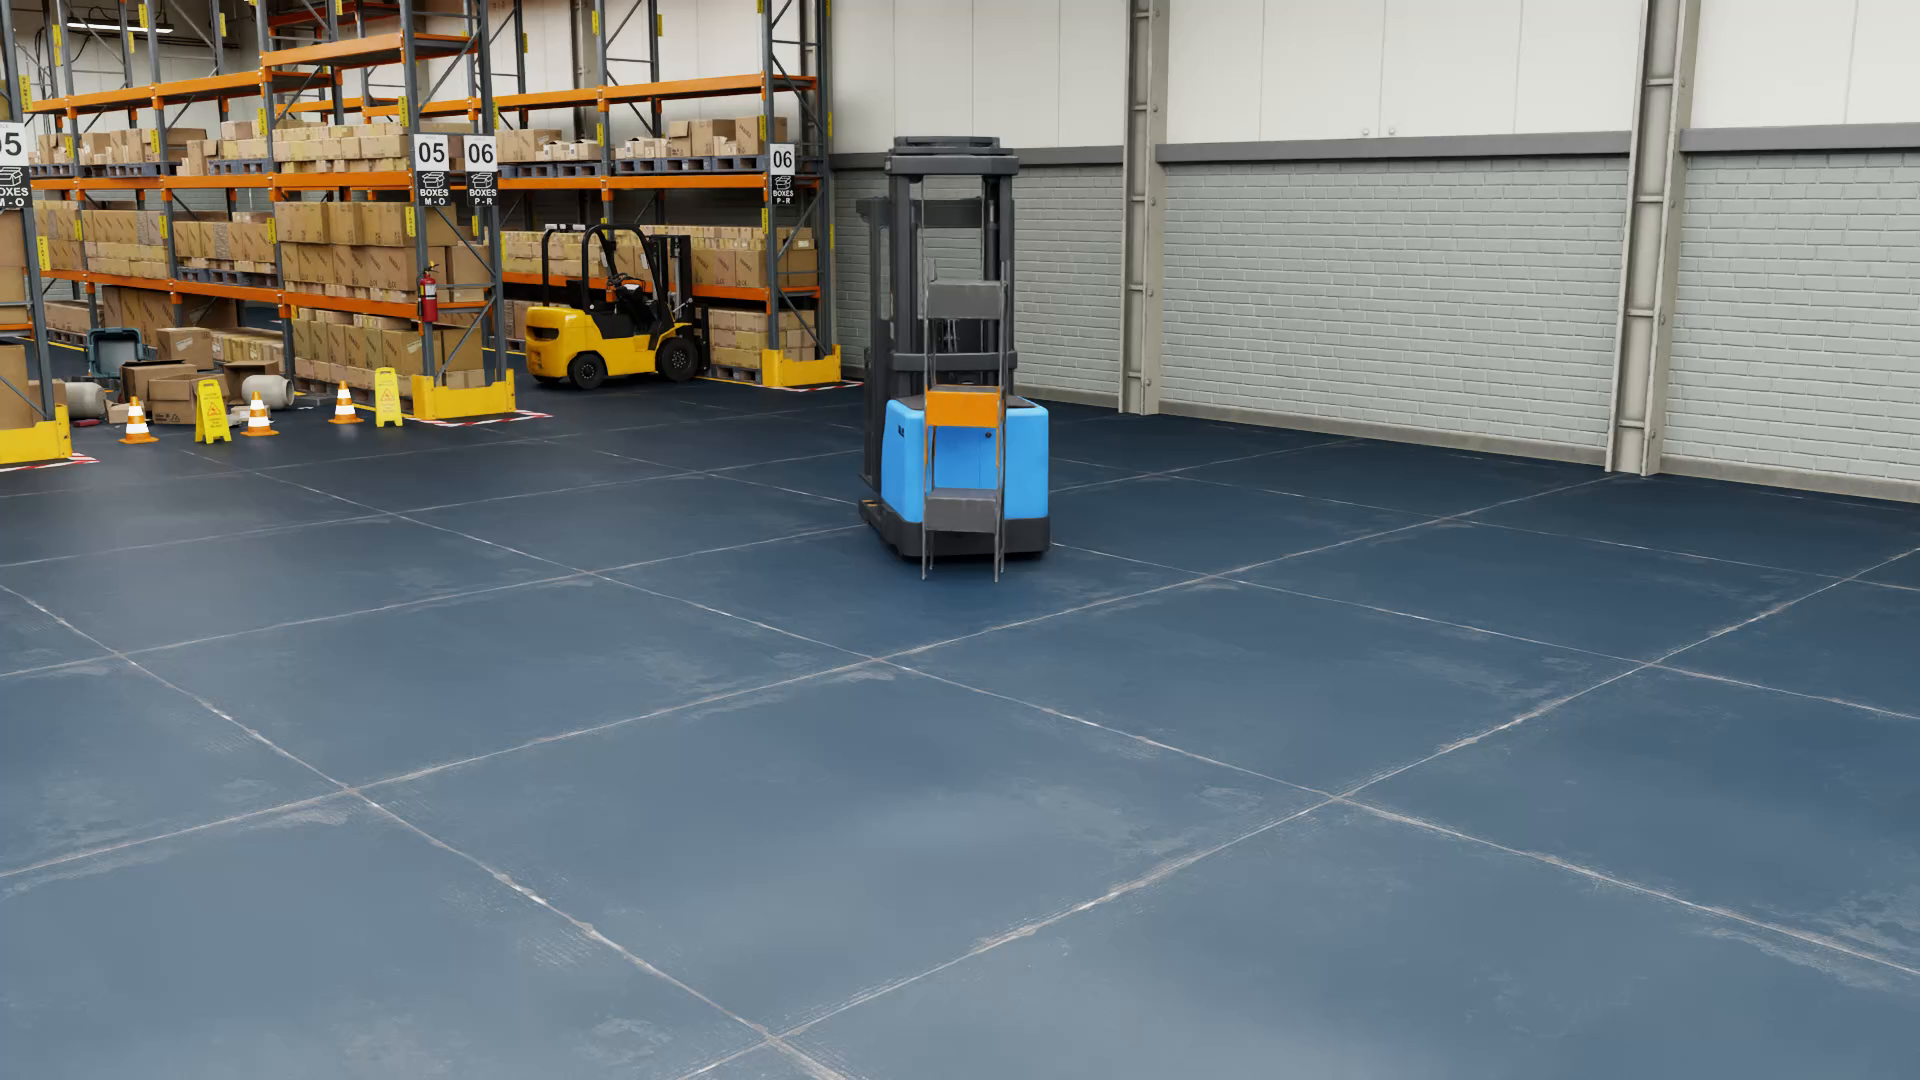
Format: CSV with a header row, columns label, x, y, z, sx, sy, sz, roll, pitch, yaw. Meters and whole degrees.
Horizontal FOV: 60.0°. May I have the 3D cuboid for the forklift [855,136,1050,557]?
label,x,y,z,sx,sy,sz,roll,pitch,yaw
forklift,-0.187,-1.566,12.747,1.130,2.935,3.031,-3,12,-12

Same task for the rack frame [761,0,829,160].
label,x,y,z,sx,sy,sz,roll,pitch,yaw
rack frame,-2.187,-6.569,21.996,1.000,3.000,0.127,-11,16,-43

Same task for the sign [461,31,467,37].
label,x,y,z,sx,sy,sz,roll,pitch,yaw
sign,-8.097,-8.156,27.187,0.100,0.325,0.005,-11,16,-43

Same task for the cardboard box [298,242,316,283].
label,x,y,z,sx,sy,sz,roll,pitch,yaw
cardboard box,-8.071,-3.544,21.195,0.500,0.500,0.500,-11,16,-43

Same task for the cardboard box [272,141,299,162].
label,x,y,z,sx,sy,sz,roll,pitch,yaw
cardboard box,-8.431,-4.962,21.261,0.500,0.250,0.500,-11,16,-44

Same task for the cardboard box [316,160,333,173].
label,x,y,z,sx,sy,sz,roll,pitch,yaw
cardboard box,-7.672,-4.589,20.439,0.380,0.149,0.250,-11,16,-44

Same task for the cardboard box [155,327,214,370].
label,x,y,z,sx,sy,sz,roll,pitch,yaw
cardboard box,-9.803,-2.417,21.026,0.500,0.500,0.500,-11,16,-43

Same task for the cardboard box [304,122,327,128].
label,x,y,z,sx,sy,sz,roll,pitch,yaw
cardboard box,-9.002,-5.581,22.726,0.500,0.250,0.500,-11,16,-44

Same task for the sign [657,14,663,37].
label,x,y,z,sx,sy,sz,roll,pitch,yaw
sign,-4.531,-7.762,25.078,0.100,0.325,0.005,-11,16,-43

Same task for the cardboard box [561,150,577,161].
label,x,y,z,sx,sy,sz,roll,pitch,yaw
cardboard box,-5.928,-5.934,25.679,0.380,0.149,0.250,-11,16,-43

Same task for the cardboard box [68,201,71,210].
label,x,y,z,sx,sy,sz,roll,pitch,yaw
cardboard box,-14.773,-5.638,28.012,0.380,0.149,0.250,-11,16,-42

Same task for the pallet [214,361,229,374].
label,x,y,z,sx,sy,sz,roll,pitch,yaw
pallet,-9.922,-2.448,23.772,1.003,0.211,1.213,-11,16,-43

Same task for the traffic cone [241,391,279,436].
label,x,y,z,sx,sy,sz,roll,pitch,yaw
traffic cone,-7.572,-1.375,17.938,0.336,0.463,0.334,-11,16,-43

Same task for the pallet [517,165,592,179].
label,x,y,z,sx,sy,sz,roll,pitch,yaw
pallet,-6.404,-5.926,26.775,1.003,0.211,1.213,-10,15,-40

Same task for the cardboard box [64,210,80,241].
label,x,y,z,sx,sy,sz,roll,pitch,yaw
cardboard box,-14.587,-5.259,27.779,0.500,0.500,0.500,-11,16,-43

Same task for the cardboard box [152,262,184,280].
label,x,y,z,sx,sy,sz,roll,pitch,yaw
cardboard box,-11.836,-4.070,25.107,0.500,0.250,0.500,11,16,43

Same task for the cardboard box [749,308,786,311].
label,x,y,z,sx,sy,sz,roll,pitch,yaw
cardboard box,-2.729,-3.149,23.556,0.500,0.250,0.500,-11,16,-42

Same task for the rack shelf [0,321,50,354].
label,x,y,z,sx,sy,sz,roll,pitch,yaw
rack shelf,-10.666,-2.174,17.311,1.077,0.370,4.000,-11,16,-43

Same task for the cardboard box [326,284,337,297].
label,x,y,z,sx,sy,sz,roll,pitch,yaw
cardboard box,-7.674,-3.121,20.748,0.380,0.149,0.250,-11,16,-42

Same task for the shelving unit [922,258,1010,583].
label,x,y,z,sx,sy,sz,roll,pitch,yaw
shelving unit,0.039,-0.793,11.035,0.503,2.100,0.431,2,12,7

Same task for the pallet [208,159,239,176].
label,x,y,z,sx,sy,sz,roll,pitch,yaw
pallet,-9.604,-5.156,23.034,1.213,0.211,1.003,-11,16,-43

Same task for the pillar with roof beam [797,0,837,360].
label,x,y,z,sx,sy,sz,roll,pitch,yaw
pillar with roof beam,-5.129,-6.197,20.187,9.100,9.000,0.400,-11,16,-43

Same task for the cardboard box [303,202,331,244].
label,x,y,z,sx,sy,sz,roll,pitch,yaw
cardboard box,-7.725,-3.958,20.725,0.700,0.500,0.500,-11,16,-44

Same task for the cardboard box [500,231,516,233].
label,x,y,z,sx,sy,sz,roll,pitch,yaw
cardboard box,-7.519,-5.039,27.580,0.380,0.149,0.250,-10,16,-41

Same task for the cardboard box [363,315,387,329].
label,x,y,z,sx,sy,sz,roll,pitch,yaw
cardboard box,-6.989,-2.645,20.122,0.380,0.149,0.250,-11,16,-42

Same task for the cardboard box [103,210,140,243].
label,x,y,z,sx,sy,sz,roll,pitch,yaw
cardboard box,-13.249,-4.981,26.427,0.500,0.500,0.500,11,16,44

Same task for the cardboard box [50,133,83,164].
label,x,y,z,sx,sy,sz,roll,pitch,yaw
cardboard box,-15.016,-6.657,28.310,0.797,0.503,0.637,-9,15,-38

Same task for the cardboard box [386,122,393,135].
label,x,y,z,sx,sy,sz,roll,pitch,yaw
cardboard box,-6.371,-4.727,19.133,0.380,0.149,0.250,-11,16,-42

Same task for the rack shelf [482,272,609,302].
label,x,y,z,sx,sy,sz,roll,pitch,yaw
rack shelf,-6.330,-4.154,26.925,1.077,0.370,4.000,-11,16,-43

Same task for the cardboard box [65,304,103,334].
label,x,y,z,sx,sy,sz,roll,pitch,yaw
cardboard box,-15.036,-3.878,29.110,0.875,0.438,0.875,11,16,43

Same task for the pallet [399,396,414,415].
label,x,y,z,sx,sy,sz,roll,pitch,yaw
pallet,-6.362,-1.708,20.176,1.003,0.211,1.213,-11,16,-43

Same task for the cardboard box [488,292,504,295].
label,x,y,z,sx,sy,sz,roll,pitch,yaw
cardboard box,-8.240,-4.285,29.322,0.380,0.149,0.250,-11,16,-42

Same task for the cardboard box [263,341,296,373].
label,x,y,z,sx,sy,sz,roll,pitch,yaw
cardboard box,-8.900,-2.517,22.668,0.950,0.372,0.625,-11,16,-42

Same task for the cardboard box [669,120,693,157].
label,x,y,z,sx,sy,sz,roll,pitch,yaw
cardboard box,-3.680,-5.690,23.618,0.797,0.503,0.637,-10,15,-41

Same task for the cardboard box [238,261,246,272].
label,x,y,z,sx,sy,sz,roll,pitch,yaw
cardboard box,-9.643,-3.752,22.771,0.380,0.149,0.250,-11,16,-42

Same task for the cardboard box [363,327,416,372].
label,x,y,z,sx,sy,sz,roll,pitch,yaw
cardboard box,-6.879,-2.321,20.160,0.500,0.500,0.500,-10,15,-40

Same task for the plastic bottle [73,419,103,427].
label,x,y,z,sx,sy,sz,roll,pitch,yaw
plastic bottle,-9.774,-1.314,18.639,0.133,0.061,0.283,6,13,26

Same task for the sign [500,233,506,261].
label,x,y,z,sx,sy,sz,roll,pitch,yaw
sign,-5.382,-3.438,19.522,0.100,0.325,0.005,-11,16,-43

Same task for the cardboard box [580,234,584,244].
label,x,y,z,sx,sy,sz,roll,pitch,yaw
cardboard box,-5.668,-4.679,25.831,0.380,0.149,0.250,-11,16,-43

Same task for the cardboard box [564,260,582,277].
label,x,y,z,sx,sy,sz,roll,pitch,yaw
cardboard box,-5.837,-4.251,25.983,0.500,0.250,0.500,-11,16,-43

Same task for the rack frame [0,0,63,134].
label,x,y,z,sx,sy,sz,roll,pitch,yaw
rack frame,-16.823,-8.212,29.970,1.000,3.000,0.127,-11,16,-43

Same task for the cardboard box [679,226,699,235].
label,x,y,z,sx,sy,sz,roll,pitch,yaw
cardboard box,-3.811,-4.428,23.880,0.380,0.149,0.250,-11,16,-42

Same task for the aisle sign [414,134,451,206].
label,x,y,z,sx,sy,sz,roll,pitch,yaw
aisle sign,-5.941,-4.163,18.739,0.394,0.787,0.004,-11,16,-43

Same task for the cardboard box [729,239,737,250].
label,x,y,z,sx,sy,sz,roll,pitch,yaw
cardboard box,-2.962,-4.089,22.969,0.380,0.149,0.250,-11,16,-42

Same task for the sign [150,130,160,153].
label,x,y,z,sx,sy,sz,roll,pitch,yaw
sign,-11.706,-5.791,24.176,0.100,0.325,0.005,-11,16,-43

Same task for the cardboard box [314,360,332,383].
label,x,y,z,sx,sy,sz,roll,pitch,yaw
cardboard box,-7.947,-2.181,21.339,0.500,0.250,0.500,-10,15,-39

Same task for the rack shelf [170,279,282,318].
label,x,y,z,sx,sy,sz,roll,pitch,yaw
rack shelf,-9.918,-3.462,23.565,1.077,0.370,4.000,-11,16,-43

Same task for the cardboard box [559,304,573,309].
label,x,y,z,sx,sy,sz,roll,pitch,yaw
cardboard box,-5.848,-3.446,26.549,0.875,0.625,0.625,-11,16,-43

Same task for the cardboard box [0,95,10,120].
label,x,y,z,sx,sy,sz,roll,pitch,yaw
cardboard box,-9.432,-4.136,15.968,0.500,0.250,0.500,-11,16,-43

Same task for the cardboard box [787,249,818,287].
label,x,y,z,sx,sy,sz,roll,pitch,yaw
cardboard box,-2.328,-3.791,23.130,0.500,0.500,0.500,-10,15,-41

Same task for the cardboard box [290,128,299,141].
label,x,y,z,sx,sy,sz,roll,pitch,yaw
cardboard box,-8.178,-5.094,20.916,0.250,0.149,0.380,11,16,43

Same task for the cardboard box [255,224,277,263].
label,x,y,z,sx,sy,sz,roll,pitch,yaw
cardboard box,-9.021,-3.958,22.165,0.500,0.500,0.500,-11,16,-44
